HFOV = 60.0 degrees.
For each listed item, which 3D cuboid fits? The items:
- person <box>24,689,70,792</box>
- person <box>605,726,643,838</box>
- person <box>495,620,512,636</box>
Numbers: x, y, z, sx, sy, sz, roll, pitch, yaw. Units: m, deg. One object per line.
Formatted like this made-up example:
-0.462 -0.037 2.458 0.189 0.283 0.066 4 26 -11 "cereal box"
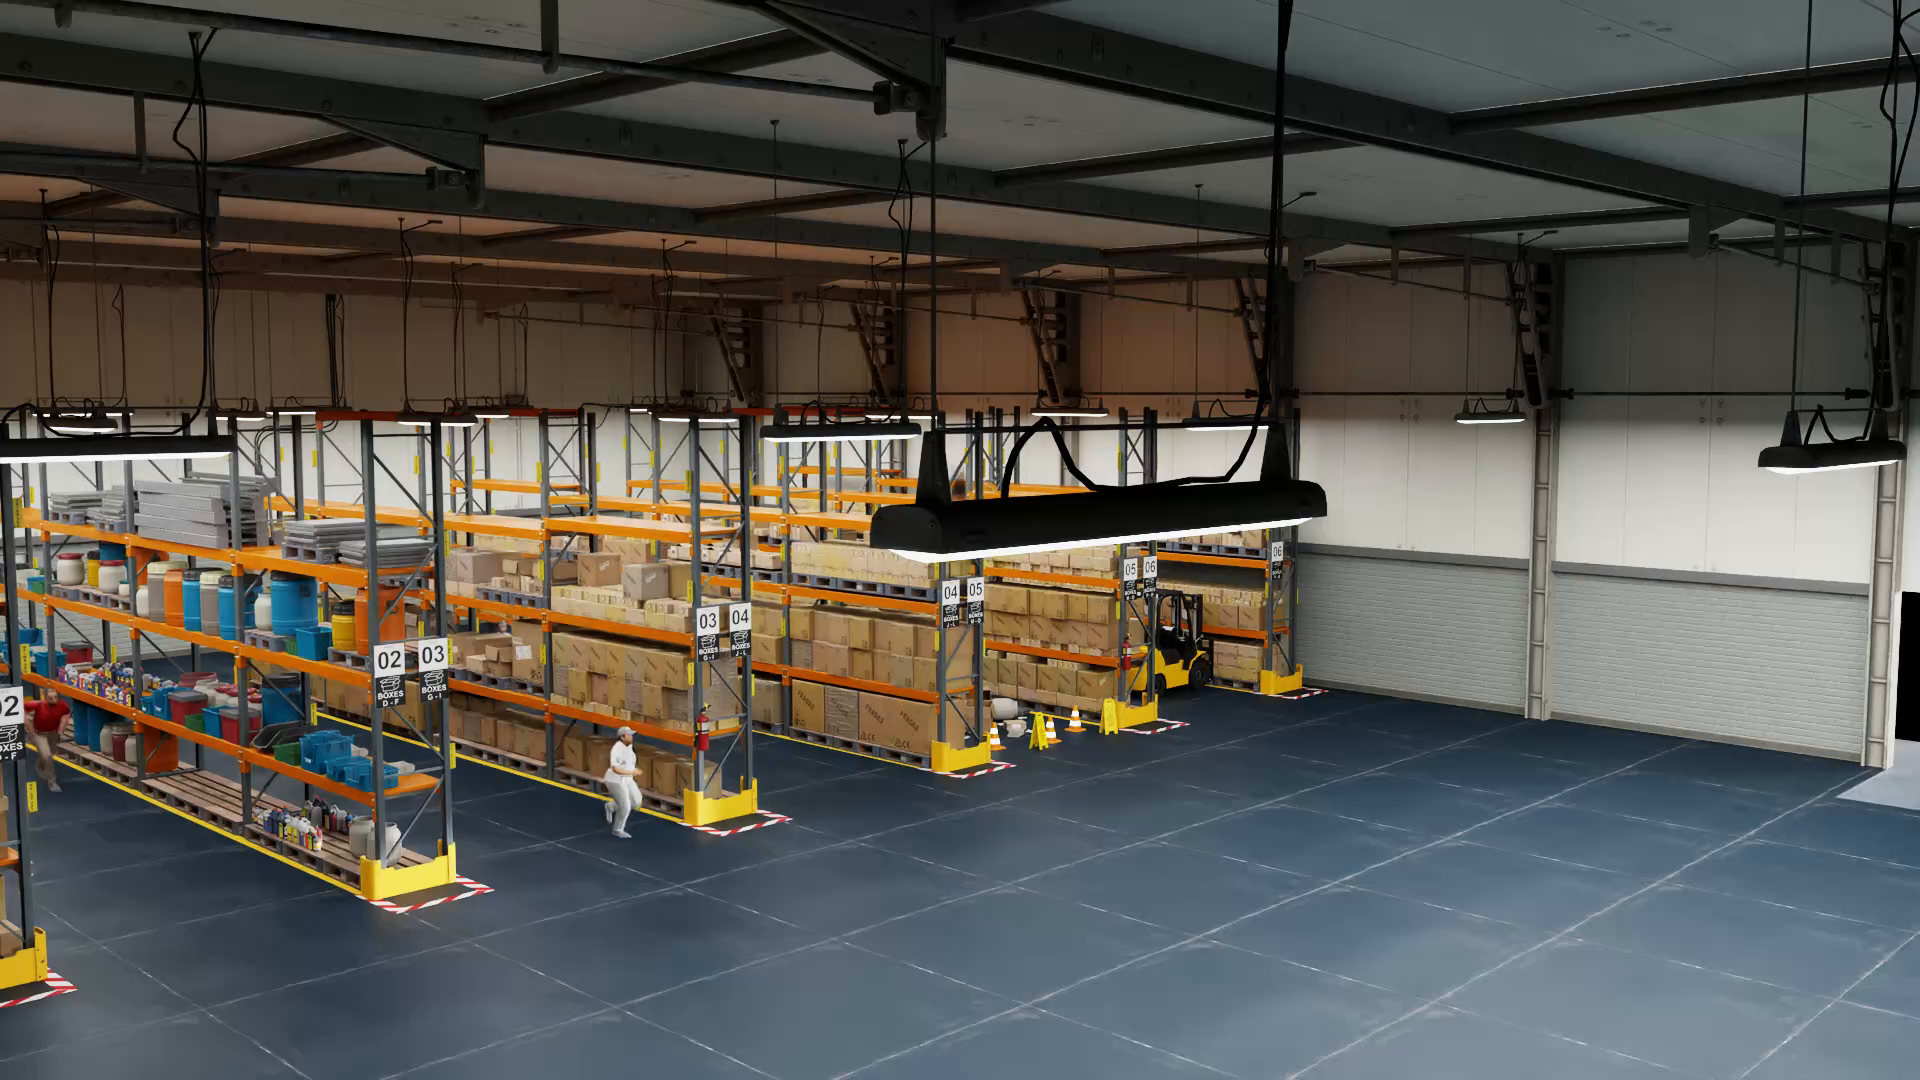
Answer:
-14.694 3.178 26.686 0.705 1.696 1.020 -5 7 -44 "person"
-4.775 3.444 23.695 0.606 1.619 0.645 1 5 12 "person"
-9.429 2.476 34.383 0.616 1.655 0.514 -5 7 -43 "person"
